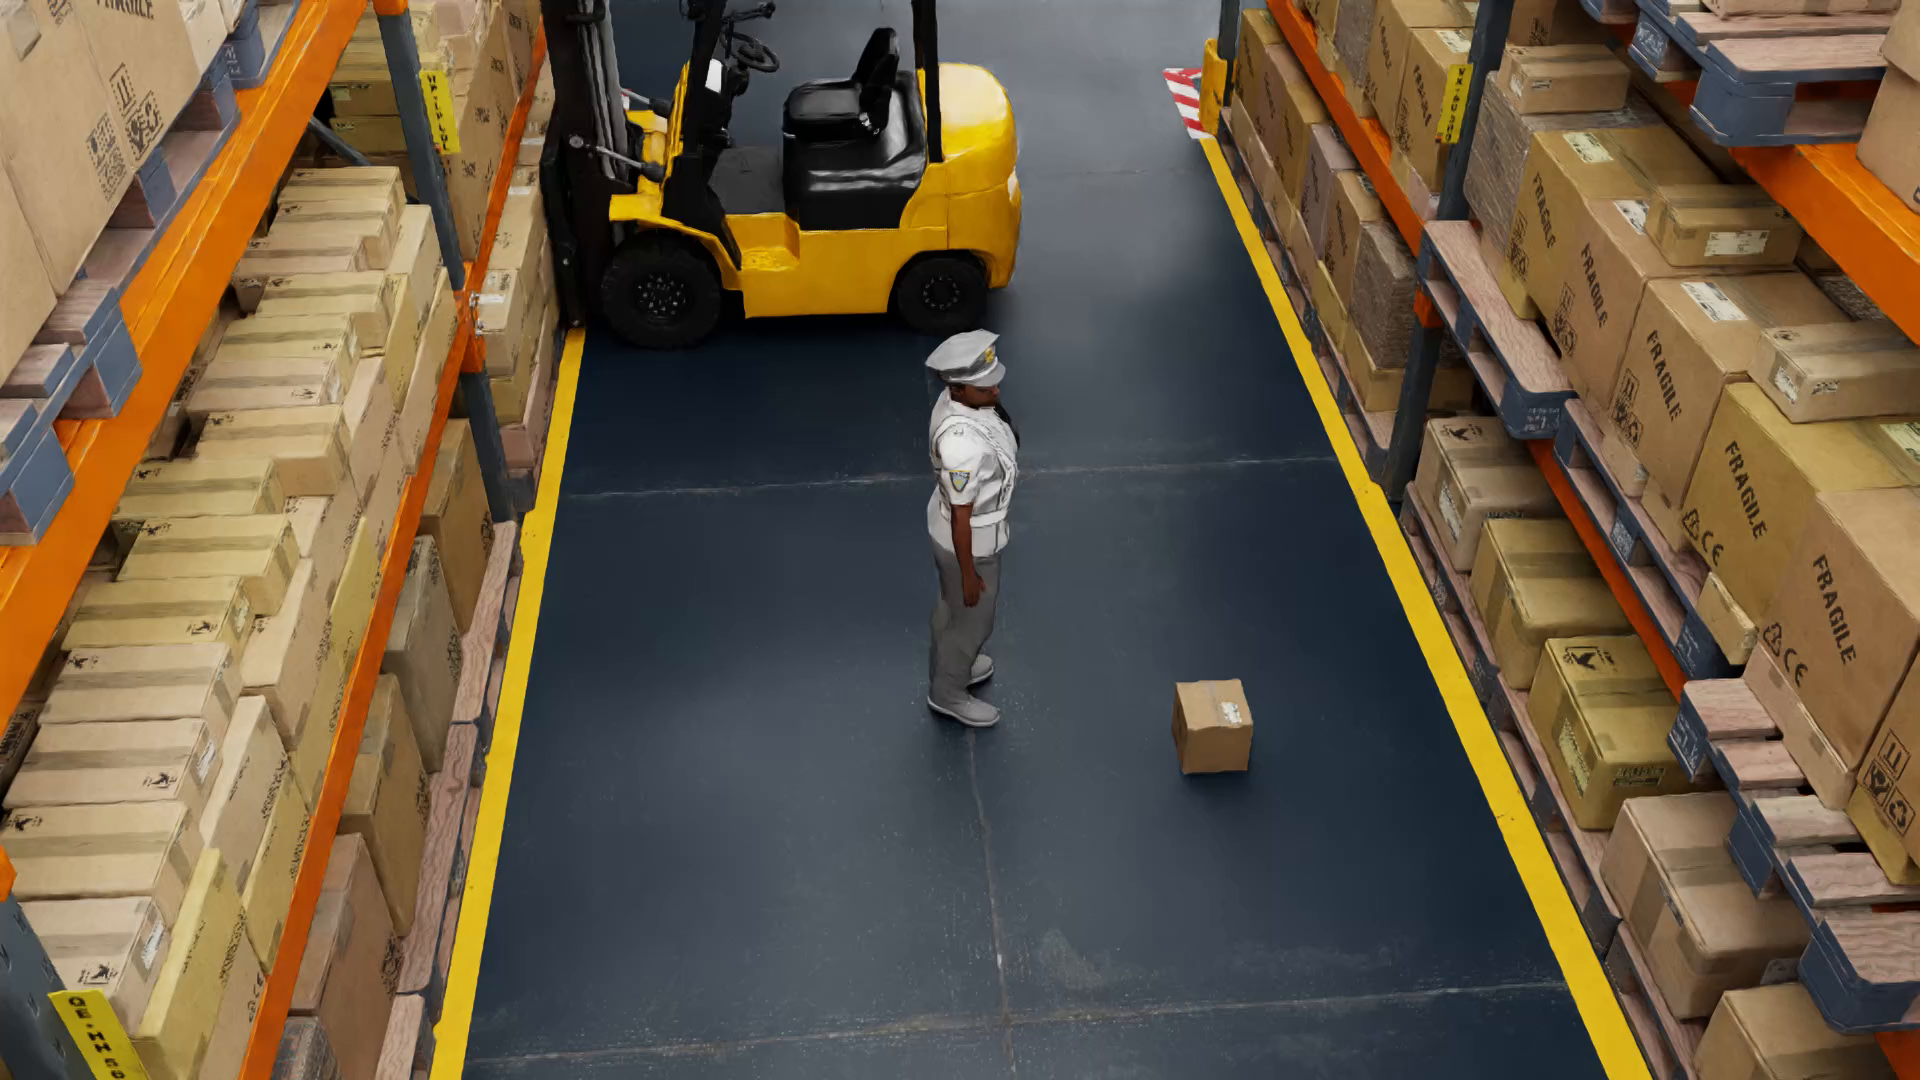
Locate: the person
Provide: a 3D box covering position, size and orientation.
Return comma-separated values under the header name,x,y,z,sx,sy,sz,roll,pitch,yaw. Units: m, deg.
name,x,y,z,sx,sy,sz,roll,pitch,yaw
person,0.040,-0.294,5.960,0.319,1.013,0.563,0,39,0
